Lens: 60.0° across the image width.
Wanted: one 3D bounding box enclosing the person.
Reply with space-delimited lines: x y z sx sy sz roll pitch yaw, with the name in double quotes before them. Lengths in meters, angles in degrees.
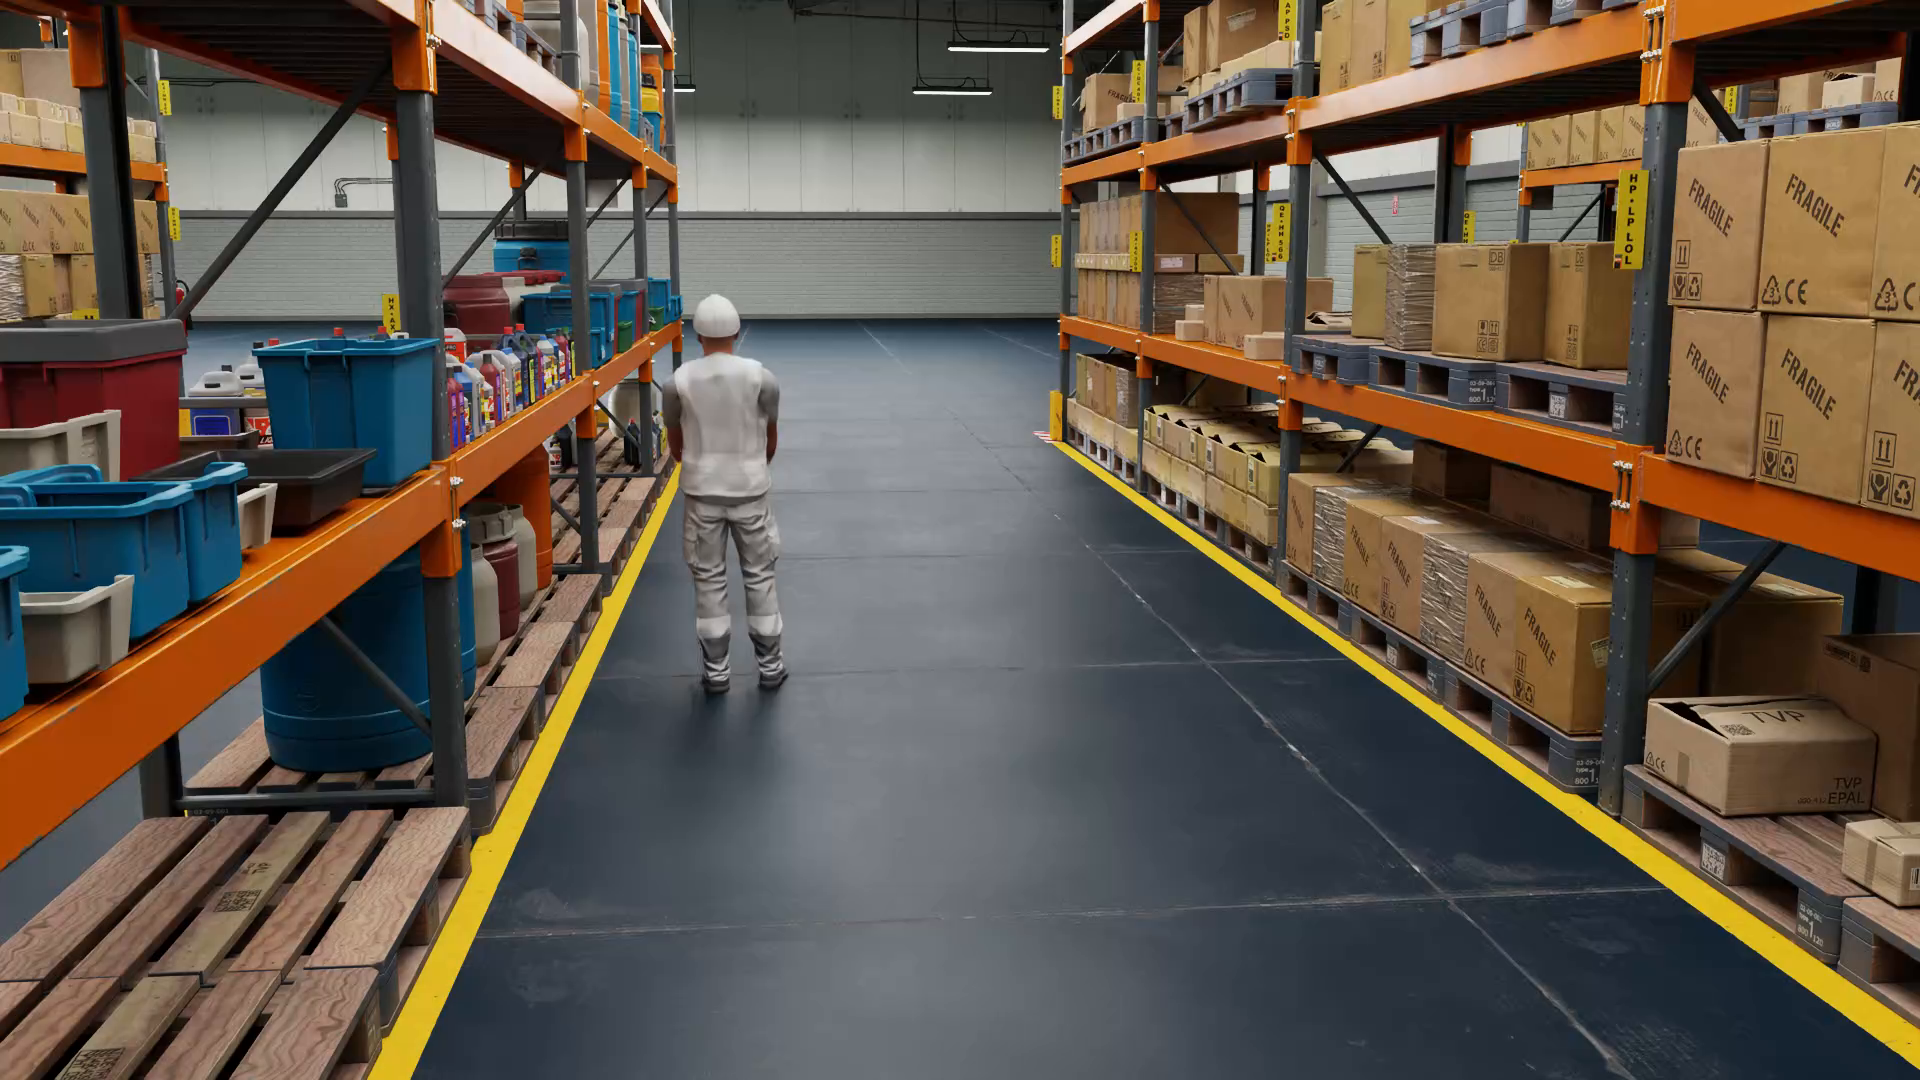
"person" -1.057 -0.210 7.522 0.535 1.793 0.525 -1 10 -6
